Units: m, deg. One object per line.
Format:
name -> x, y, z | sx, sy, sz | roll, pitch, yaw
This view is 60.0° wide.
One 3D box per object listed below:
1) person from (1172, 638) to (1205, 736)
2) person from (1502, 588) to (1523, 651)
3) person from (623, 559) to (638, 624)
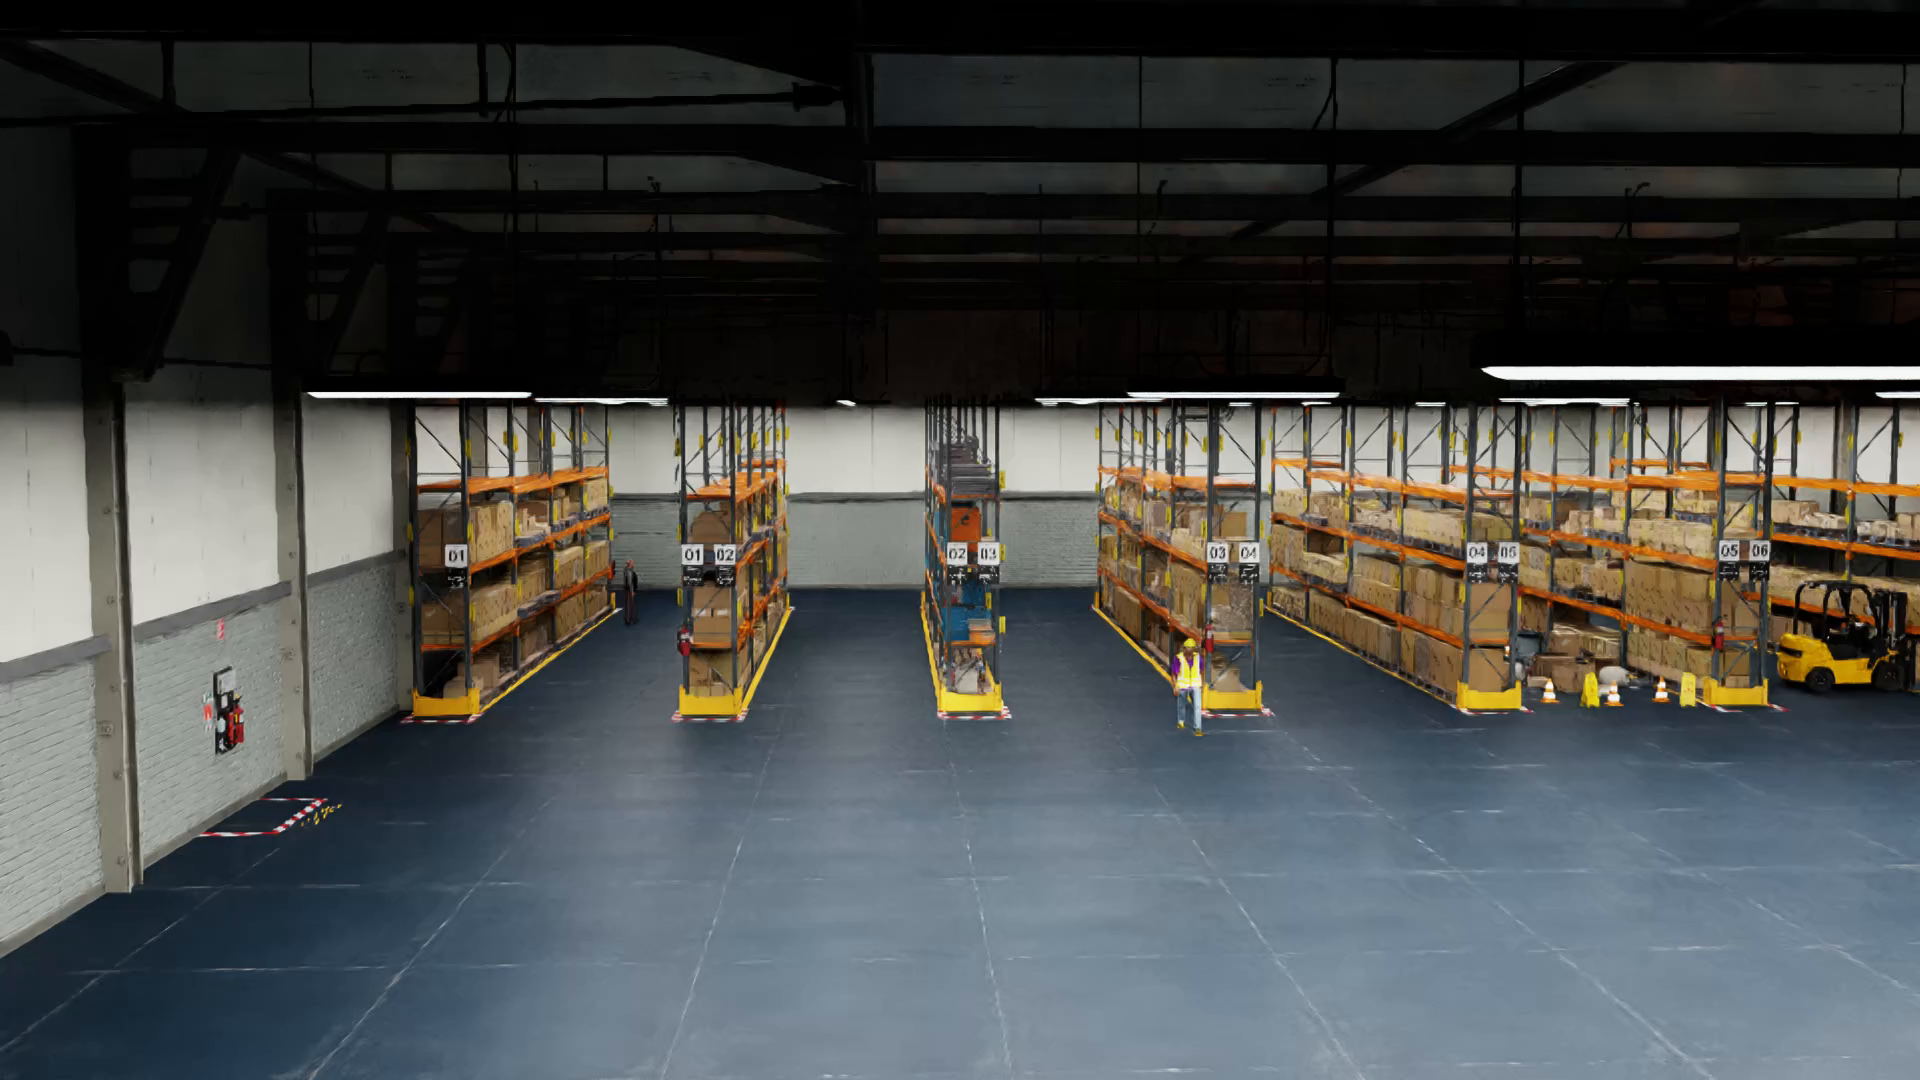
person -> 4.012, 2.559, 29.233 | 0.577, 1.691, 1.121 | 0, 5, 0
person -> 12.926, 1.776, 38.895 | 0.586, 1.720, 0.662 | 2, 5, 23
person -> -8.756, 1.348, 44.227 | 0.386, 1.727, 0.654 | -1, 5, -13
